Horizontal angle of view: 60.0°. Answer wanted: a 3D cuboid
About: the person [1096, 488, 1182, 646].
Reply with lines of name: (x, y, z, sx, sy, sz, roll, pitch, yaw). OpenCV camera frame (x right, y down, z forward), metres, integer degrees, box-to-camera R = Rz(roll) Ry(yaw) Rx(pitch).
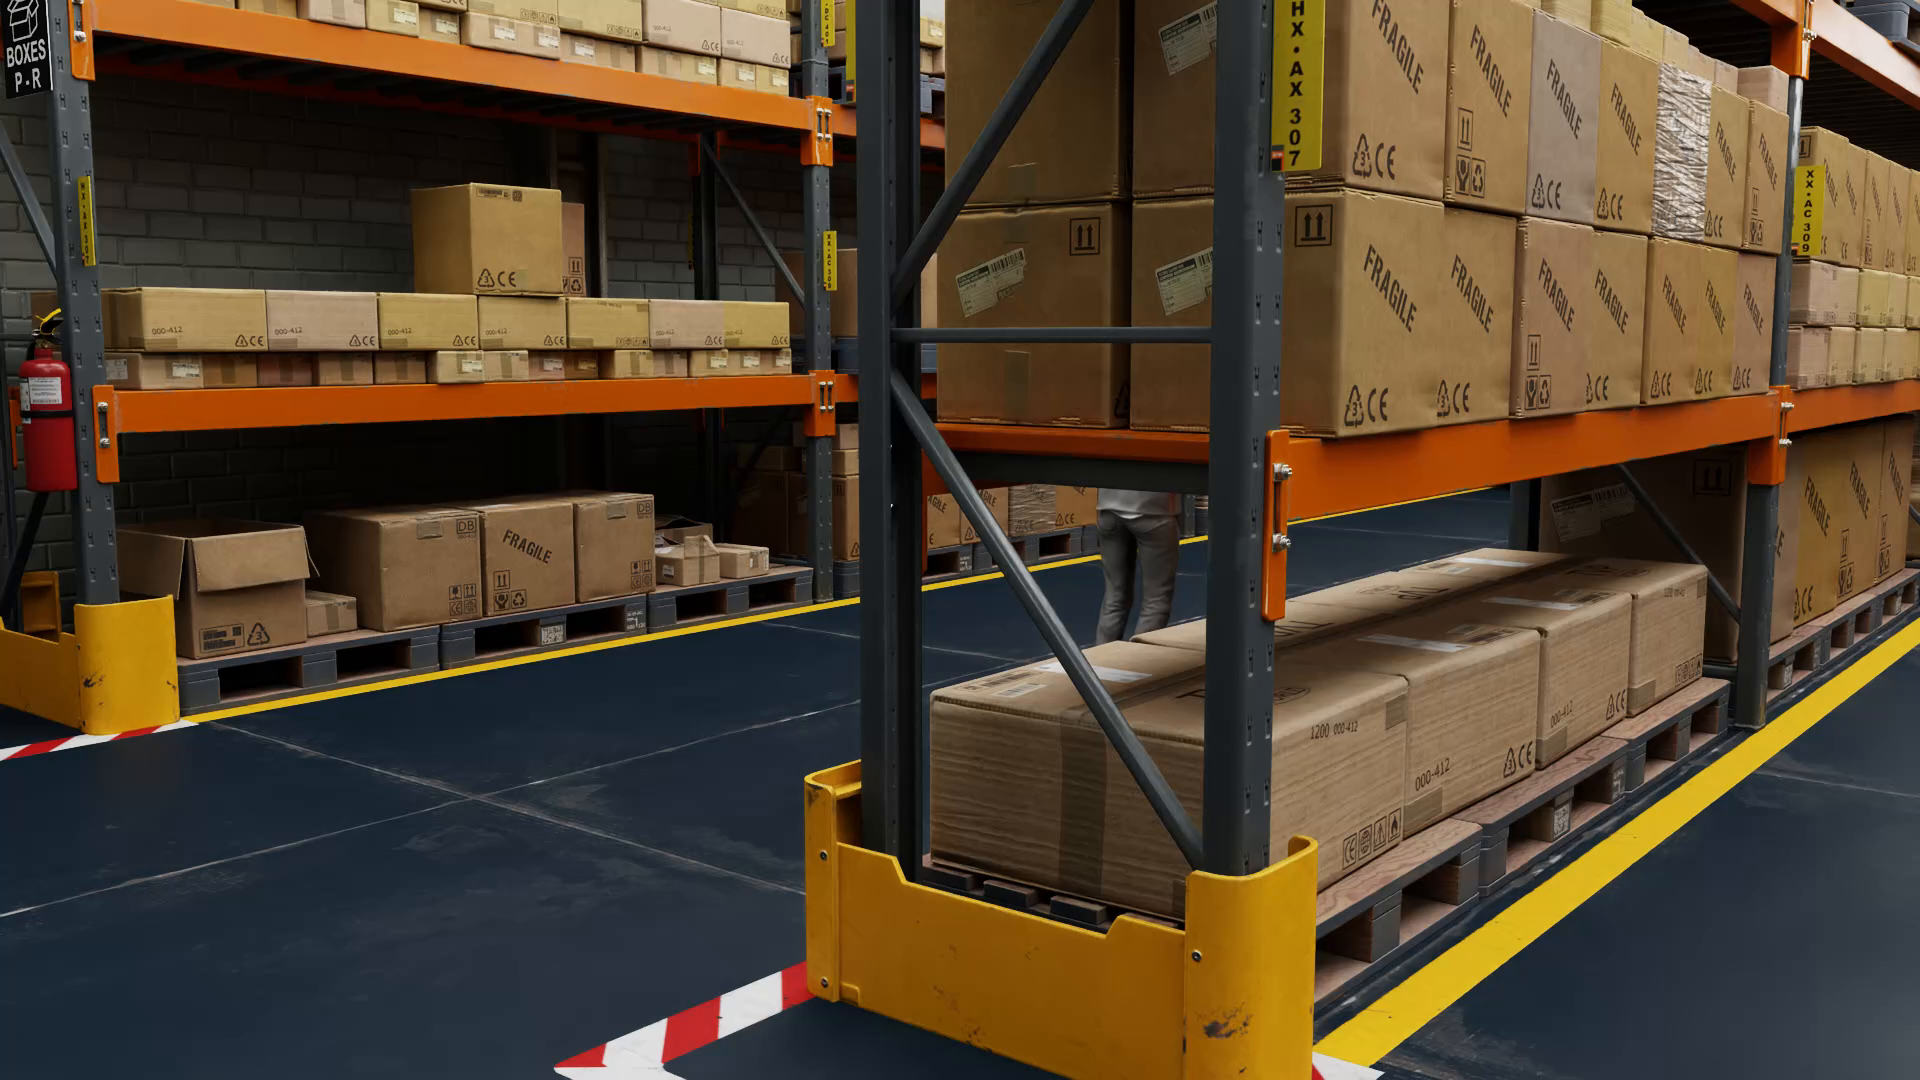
person: (0.700, -0.093, 6.639, 0.405, 1.598, 0.304, 6, 9, 41)
